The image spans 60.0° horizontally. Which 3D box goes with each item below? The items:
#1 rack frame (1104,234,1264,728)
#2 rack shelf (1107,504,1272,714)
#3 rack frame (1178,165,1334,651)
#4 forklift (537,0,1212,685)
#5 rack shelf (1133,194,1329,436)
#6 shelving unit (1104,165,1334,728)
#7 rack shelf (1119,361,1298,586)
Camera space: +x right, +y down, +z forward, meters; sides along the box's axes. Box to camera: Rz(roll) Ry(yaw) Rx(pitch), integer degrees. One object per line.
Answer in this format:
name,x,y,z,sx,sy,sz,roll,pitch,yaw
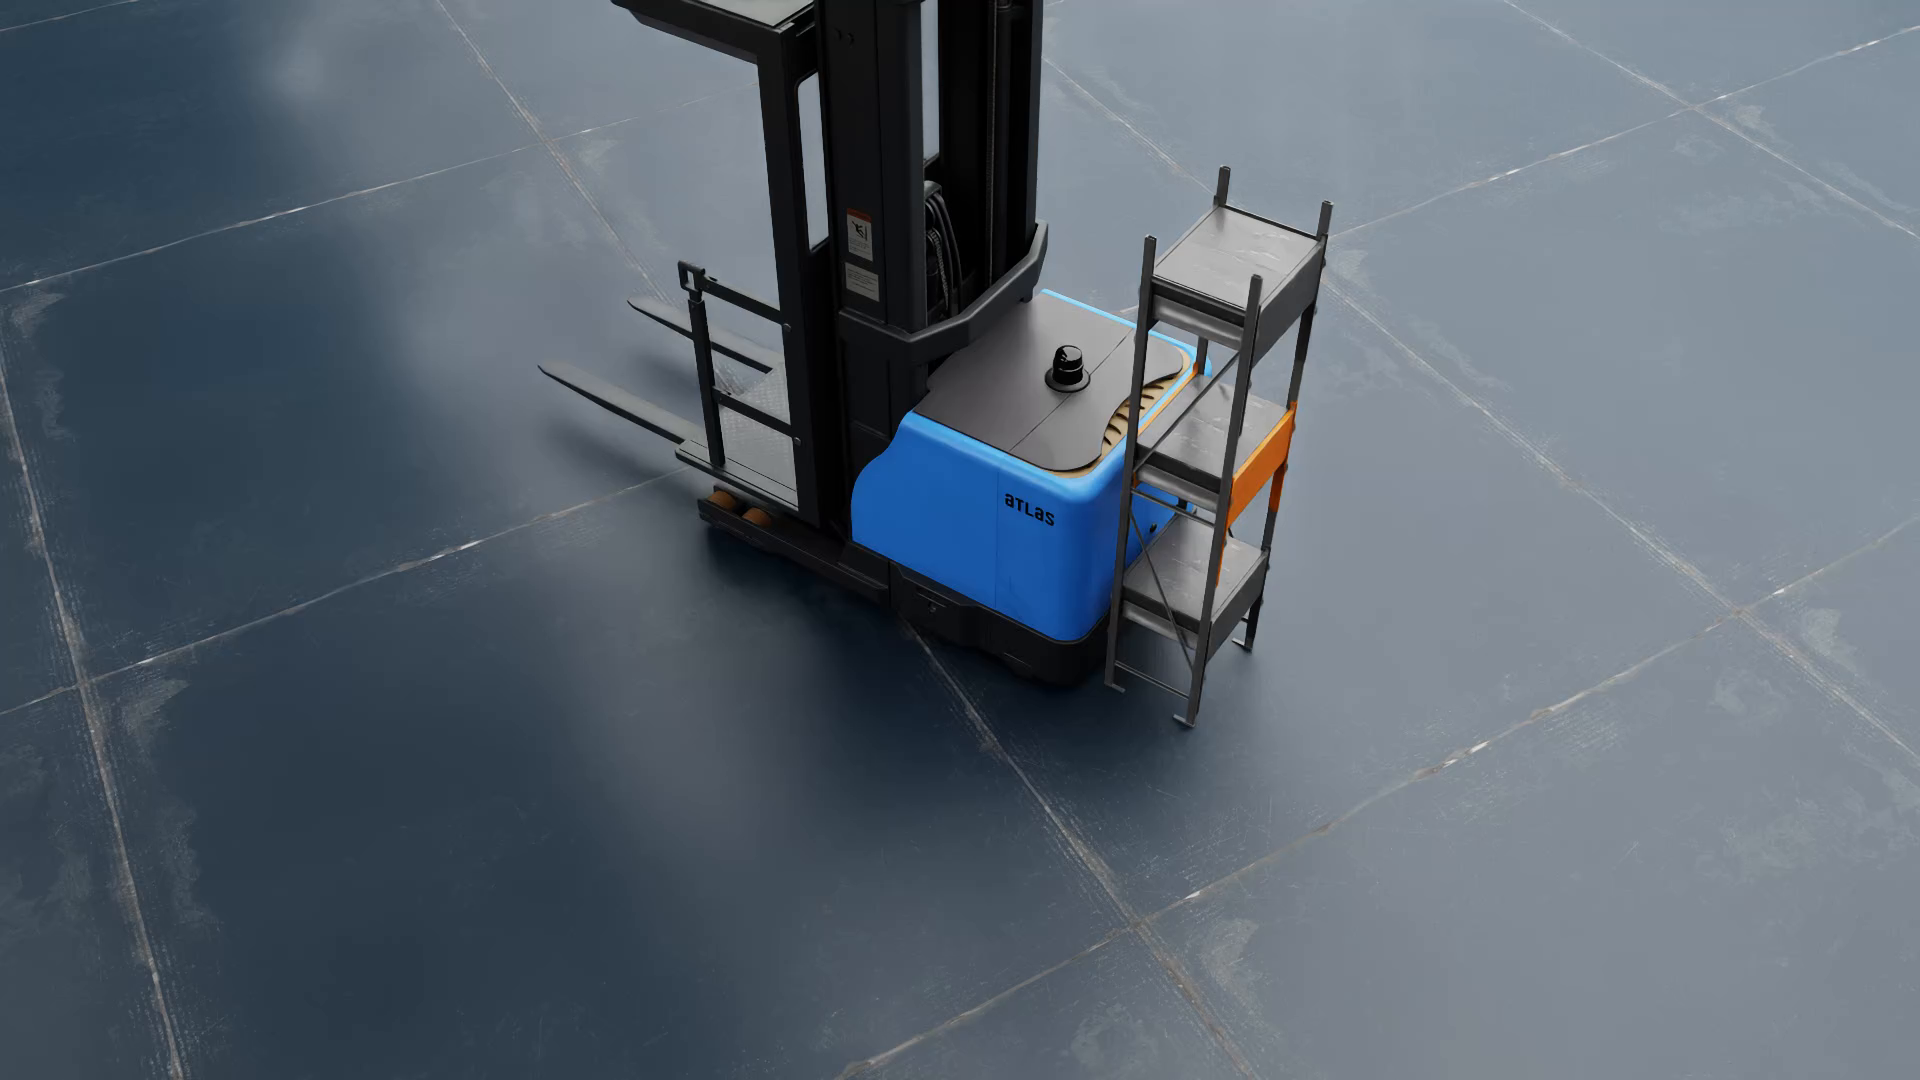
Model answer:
rack frame,0.740,-0.108,5.783,0.400,2.100,0.015,25,50,24
rack shelf,0.877,0.264,6.425,0.431,0.518,0.480,25,50,24
rack frame,1.015,-0.389,6.072,0.400,2.100,0.015,25,50,24
forklift,-0.521,-1.300,6.414,3.031,2.935,1.130,25,50,24
rack shelf,0.877,-0.741,5.450,0.431,0.518,0.480,25,50,24
shelving unit,0.877,-0.248,5.928,0.431,2.100,0.503,25,50,24
rack shelf,0.877,-0.239,5.937,0.431,0.518,0.480,25,50,24
